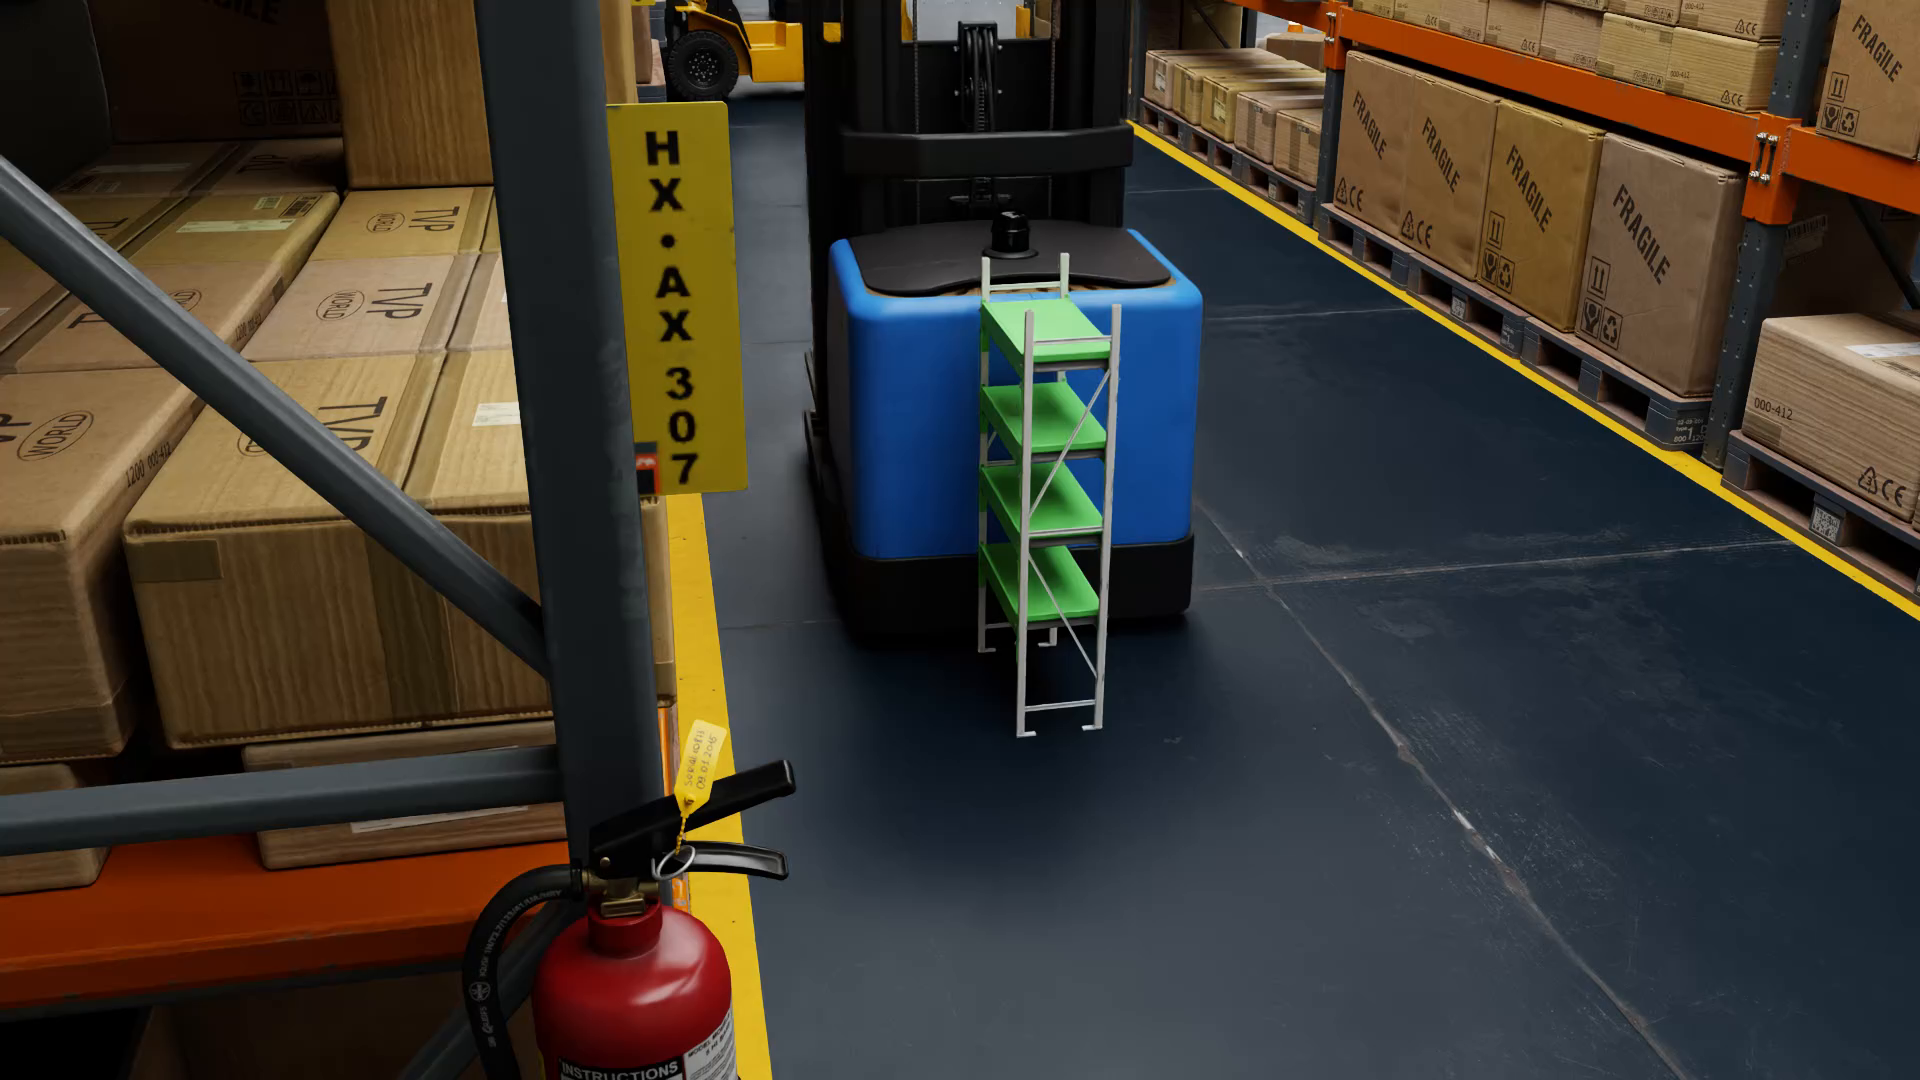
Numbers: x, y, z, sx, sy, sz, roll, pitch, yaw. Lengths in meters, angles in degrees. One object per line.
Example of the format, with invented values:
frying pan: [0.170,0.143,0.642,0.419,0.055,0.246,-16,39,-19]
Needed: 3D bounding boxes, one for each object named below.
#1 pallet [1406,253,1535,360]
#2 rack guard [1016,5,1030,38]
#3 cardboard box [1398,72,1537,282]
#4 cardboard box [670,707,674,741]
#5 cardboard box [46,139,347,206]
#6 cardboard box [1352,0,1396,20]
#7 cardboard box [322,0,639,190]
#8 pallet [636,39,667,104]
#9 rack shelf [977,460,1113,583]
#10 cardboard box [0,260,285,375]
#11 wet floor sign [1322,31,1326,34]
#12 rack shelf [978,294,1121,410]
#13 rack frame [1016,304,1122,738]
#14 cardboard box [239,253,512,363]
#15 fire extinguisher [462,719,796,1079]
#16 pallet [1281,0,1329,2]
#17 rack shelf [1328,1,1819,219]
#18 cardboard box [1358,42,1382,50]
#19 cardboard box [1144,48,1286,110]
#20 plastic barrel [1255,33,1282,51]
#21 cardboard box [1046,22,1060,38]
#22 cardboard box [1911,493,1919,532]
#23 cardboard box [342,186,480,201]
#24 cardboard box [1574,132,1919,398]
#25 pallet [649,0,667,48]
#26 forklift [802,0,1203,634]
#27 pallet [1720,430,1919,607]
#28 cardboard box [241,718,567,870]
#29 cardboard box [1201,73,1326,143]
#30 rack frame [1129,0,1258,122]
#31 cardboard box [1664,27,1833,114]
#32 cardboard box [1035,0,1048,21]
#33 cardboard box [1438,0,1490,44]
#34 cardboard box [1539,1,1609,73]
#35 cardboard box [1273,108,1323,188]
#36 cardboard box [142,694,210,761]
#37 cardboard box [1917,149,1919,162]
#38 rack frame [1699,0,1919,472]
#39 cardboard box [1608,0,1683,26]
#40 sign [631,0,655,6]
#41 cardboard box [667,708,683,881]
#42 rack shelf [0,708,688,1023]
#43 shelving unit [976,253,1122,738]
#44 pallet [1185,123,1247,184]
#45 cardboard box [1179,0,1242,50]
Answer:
pallet: [2.928,-1.196,8.224,1.003,0.211,1.213,-4,24,-10]
rack guard: [1.169,-5.239,17.122,1.175,0.500,0.348,-4,24,-10]
cardboard box: [2.841,-1.858,8.386,0.875,0.875,0.875,-4,24,-9]
cardboard box: [-1.096,0.206,4.130,0.700,0.500,0.500,-5,24,-12]
cardboard box: [-1.388,-0.585,3.158,0.500,0.250,0.500,-4,24,-10]
cardboard box: [2.477,-2.988,9.032,0.500,0.250,0.500,-5,24,-11]
cardboard box: [-0.861,-0.952,3.061,0.500,0.500,0.500,-4,24,-8]
pallet: [-1.544,-1.560,5.815,1.003,0.211,1.213,-4,24,-10]
rack shelf: [0.223,-0.062,4.540,0.258,0.148,0.480,-5,25,-11]
cardboard box: [-1.204,-0.184,2.240,0.500,0.250,0.500,-4,24,-10]
wet floor sign: [4.049,-5.607,17.781,0.267,0.644,0.232,-9,25,-19]
rack shelf: [0.225,-0.498,4.339,0.258,0.148,0.480,-5,25,-11]
rack frame: [0.273,-0.020,4.296,0.240,1.200,0.015,-5,25,-11]
cardboard box: [-0.677,-0.217,2.314,0.500,0.250,0.500,-4,24,-9]
fire extinguisher: [-0.283,0.477,1.472,0.296,0.674,0.183,-4,24,-10]
pallet: [2.397,-3.453,10.147,1.213,0.211,1.003,-4,24,-10]
rack shelf: [3.004,-2.152,7.828,1.077,0.370,4.000,-4,24,-10]
cardboard box: [3.638,-4.186,13.765,0.500,0.500,0.500,-4,24,-10]
cardboard box: [1.994,-3.624,13.057,0.950,0.372,0.625,-4,24,-9]
plastic barrel: [3.024,-4.534,15.602,0.512,0.421,0.421,13,27,27]
cardboard box: [1.119,-4.808,15.922,0.500,0.250,0.500,-3,24,-8]
cardboard box: [3.550,-0.106,4.922,0.875,0.438,0.875,-5,24,-11]
cardboard box: [-0.889,-0.616,3.227,0.500,0.250,0.500,-5,24,-11]
cardboard box: [3.180,-1.151,6.769,0.875,0.875,0.875,-4,24,-8]
pallet: [-2.049,-2.550,8.080,1.213,0.211,1.003,-4,24,-10]
forklift: [-0.013,-1.622,5.801,1.130,2.935,3.031,-3,24,-8]
pallet: [3.437,-0.112,5.743,1.003,0.211,1.213,-4,24,-10]
cardboard box: [-0.555,0.213,1.828,0.380,0.149,0.250,-4,24,-10]
cardboard box: [2.260,-3.068,11.785,0.950,0.372,0.625,-4,24,-8]
rack frame: [1.894,-4.841,13.087,1.000,3.000,0.127,-4,24,-10]
cardboard box: [3.043,-1.784,6.274,0.500,0.250,0.500,-5,24,-11]
cardboard box: [1.037,-5.344,16.211,0.500,0.500,0.500,-5,24,-12]
cardboard box: [2.681,-2.581,8.099,0.500,0.250,0.500,-4,24,-8]
cardboard box: [2.875,-2.184,7.190,0.500,0.250,0.500,-5,24,-11]
cardboard box: [2.539,-2.479,10.437,0.950,0.372,0.625,-6,24,-13]
cardboard box: [-1.076,0.148,1.978,0.380,0.149,0.250,-4,24,-8]
cardboard box: [3.292,-1.338,4.942,0.500,0.500,0.500,-4,24,-9]
rack frame: [3.374,-1.695,5.883,1.000,3.000,0.127,-4,24,-10]
cardboard box: [2.953,-2.207,6.617,0.500,0.250,0.500,-4,24,-8]
sign: [-0.972,-1.766,4.964,0.100,0.325,0.005,-4,24,-10]
cardboard box: [-0.904,0.614,3.195,0.700,0.500,0.500,-3,24,-8]
rack shelf: [-1.134,-0.210,3.381,1.077,0.370,4.000,-4,24,-10]
shelving unit: [0.223,-0.120,4.513,0.258,1.200,0.503,-5,25,-11]
pallet: [2.269,-2.777,11.844,1.003,0.211,1.213,-4,24,-10]
cardboard box: [2.051,-4.370,13.981,0.500,0.500,0.500,-3,24,-7]
